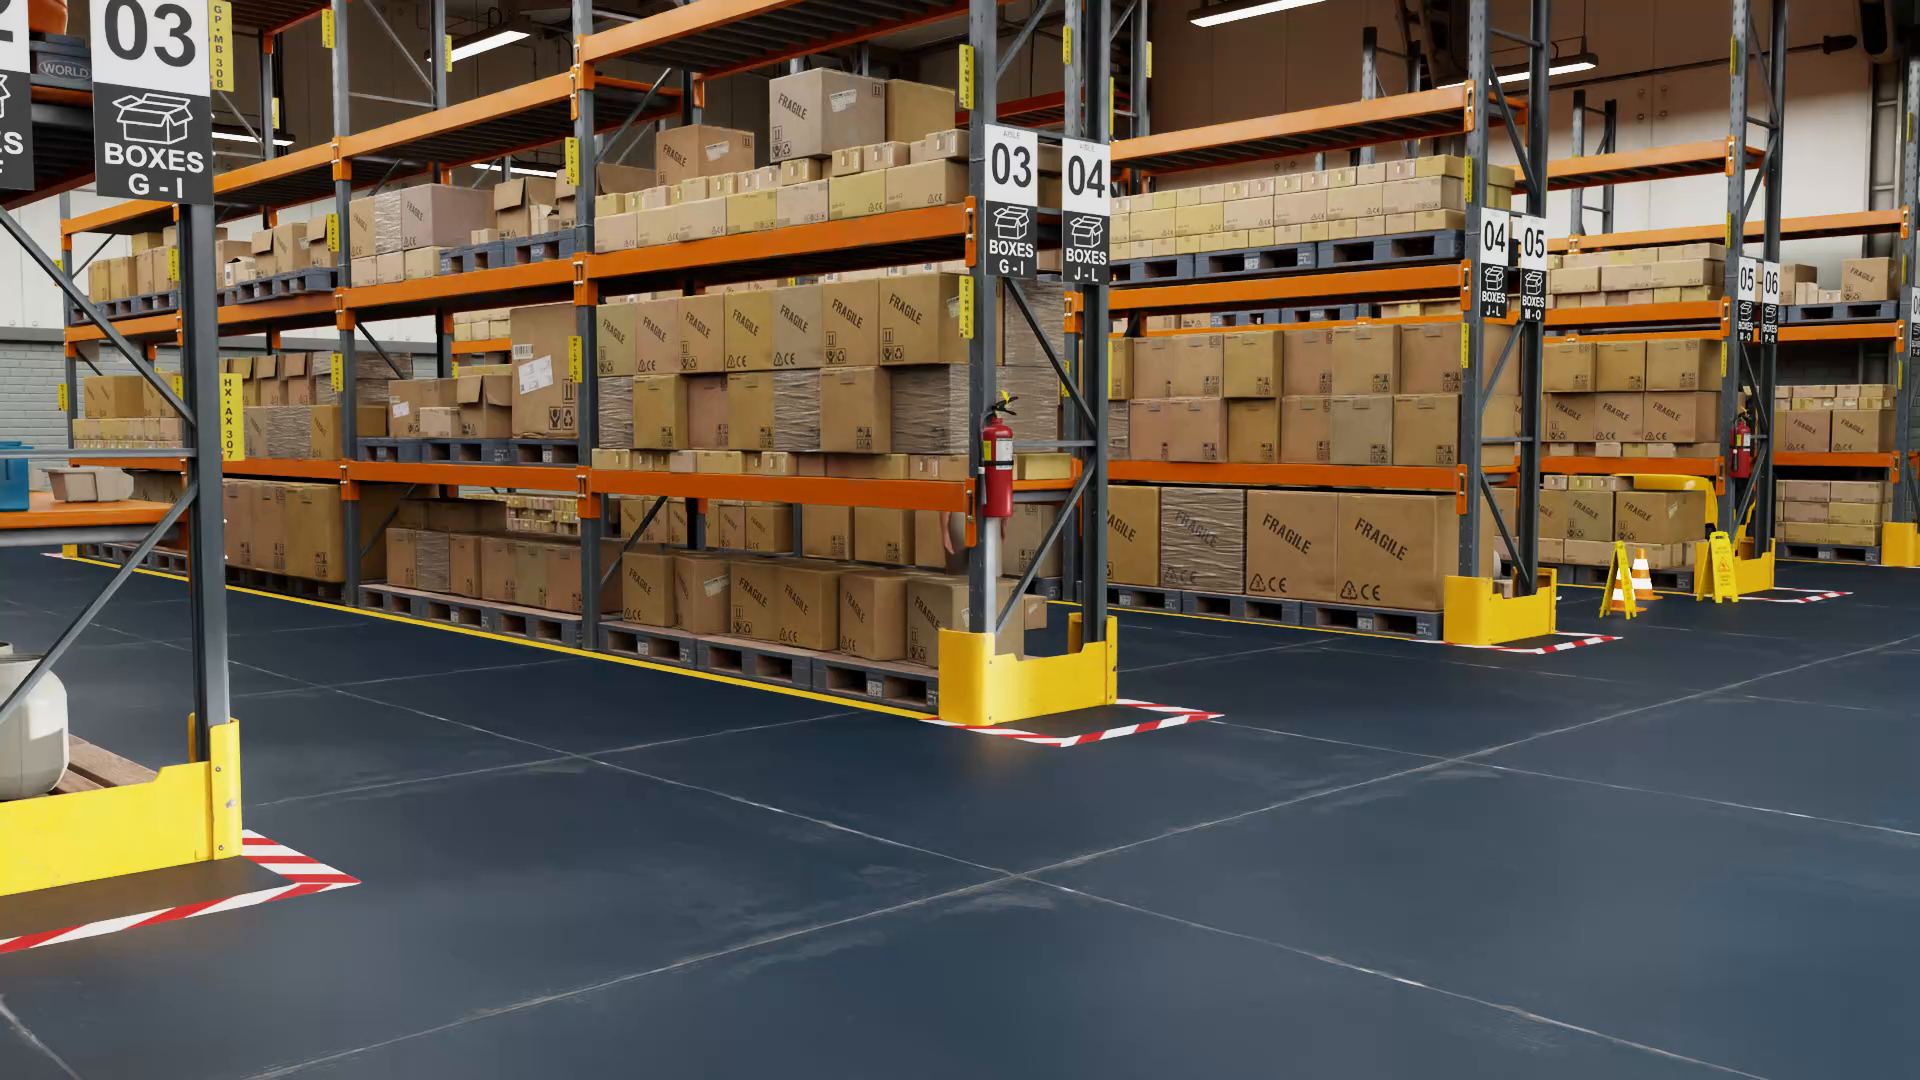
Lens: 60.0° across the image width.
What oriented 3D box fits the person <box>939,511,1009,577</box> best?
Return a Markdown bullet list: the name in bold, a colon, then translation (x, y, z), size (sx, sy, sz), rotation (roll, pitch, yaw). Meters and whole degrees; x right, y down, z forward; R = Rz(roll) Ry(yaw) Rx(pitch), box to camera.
- **person**: translation (0.092, -0.110, 12.105), size (0.534, 1.616, 0.782), rotation (0, 4, 7)
